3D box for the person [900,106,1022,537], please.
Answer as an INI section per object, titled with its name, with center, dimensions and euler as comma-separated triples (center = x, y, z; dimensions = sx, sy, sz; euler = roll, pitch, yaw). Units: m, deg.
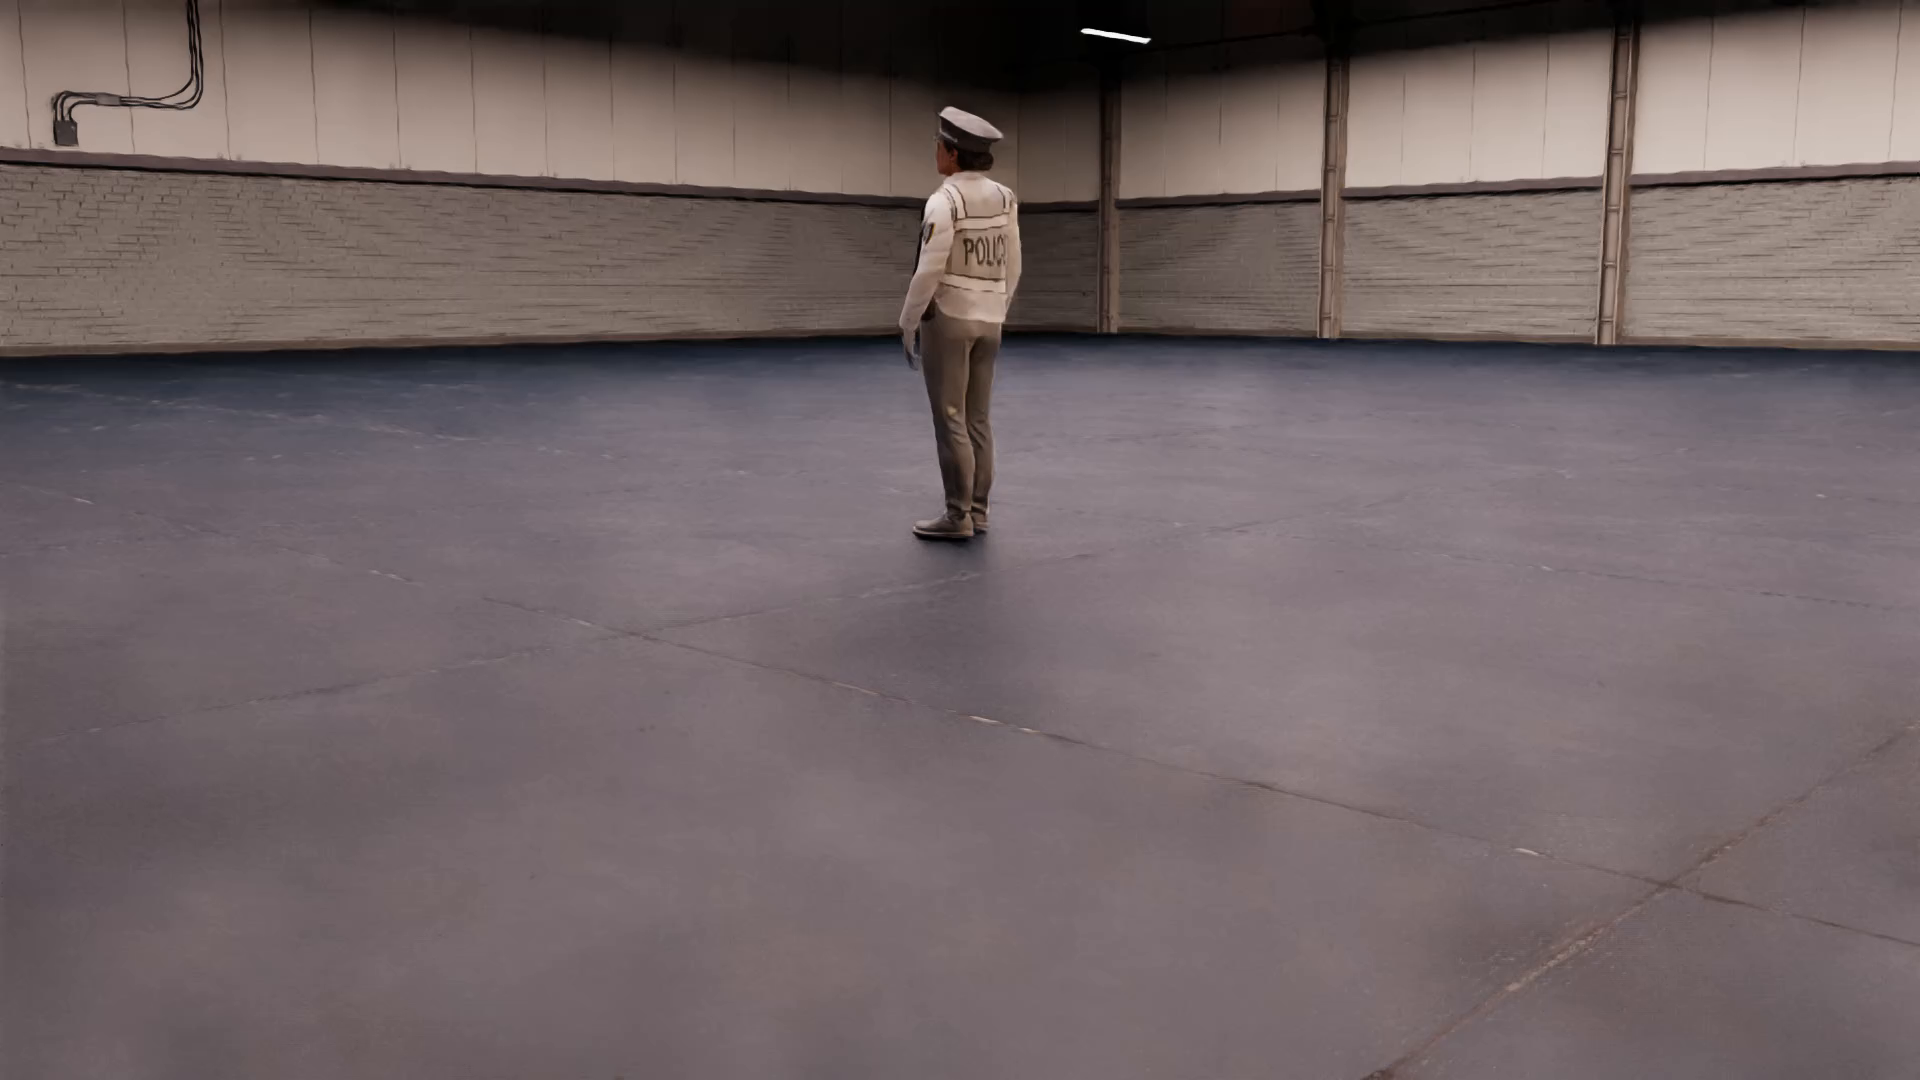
[person]
center = -0.044, -0.853, 6.642
dimensions = 0.532, 1.695, 0.586
euler = 8, 12, 43
